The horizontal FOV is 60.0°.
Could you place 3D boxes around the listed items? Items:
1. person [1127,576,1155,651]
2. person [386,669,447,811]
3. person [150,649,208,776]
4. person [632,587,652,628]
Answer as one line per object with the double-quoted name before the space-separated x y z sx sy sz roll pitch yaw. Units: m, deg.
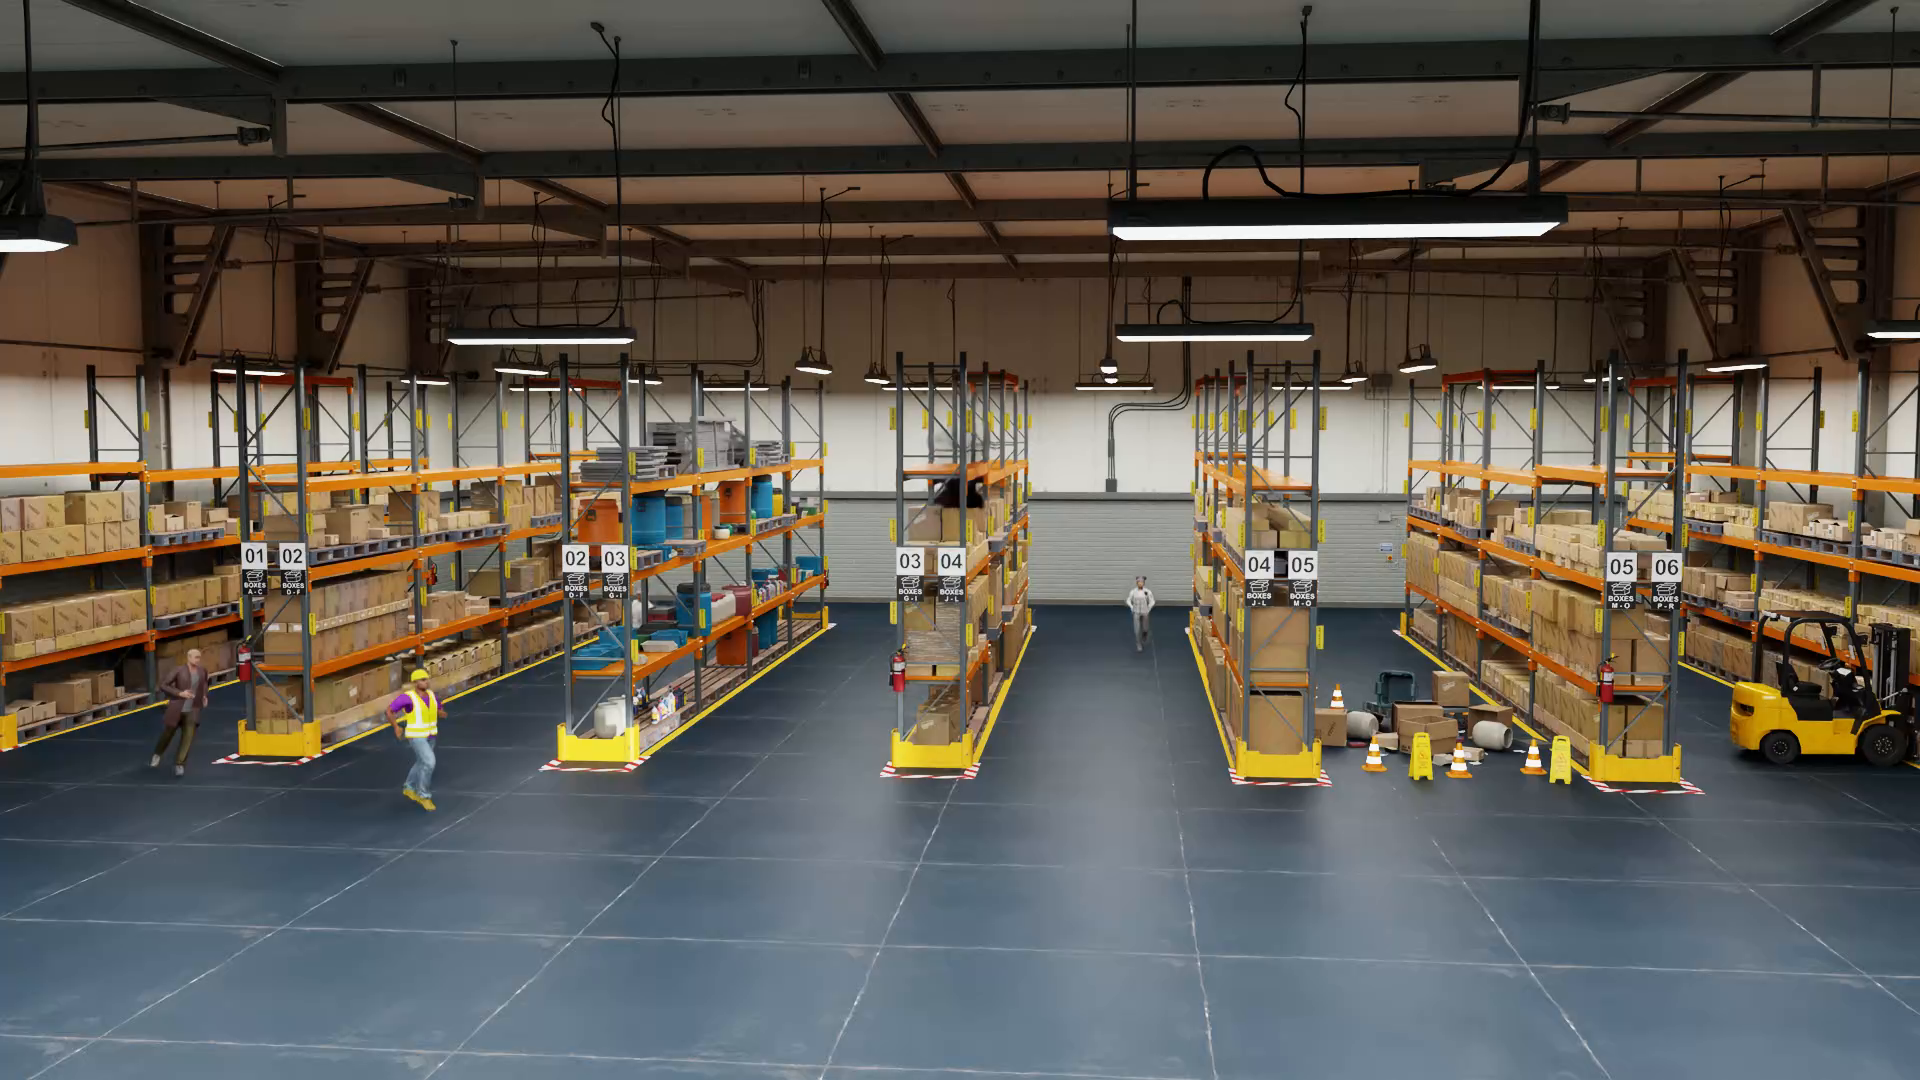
"person" 3.947 1.593 36.368 0.613 1.647 0.576 0 4 7
"person" -6.991 2.589 21.593 0.765 1.827 0.669 2 4 25
"person" -11.149 2.433 23.918 0.784 1.725 1.084 -4 6 -43
"person" -6.455 1.776 33.496 0.550 1.669 0.646 0 4 -3
